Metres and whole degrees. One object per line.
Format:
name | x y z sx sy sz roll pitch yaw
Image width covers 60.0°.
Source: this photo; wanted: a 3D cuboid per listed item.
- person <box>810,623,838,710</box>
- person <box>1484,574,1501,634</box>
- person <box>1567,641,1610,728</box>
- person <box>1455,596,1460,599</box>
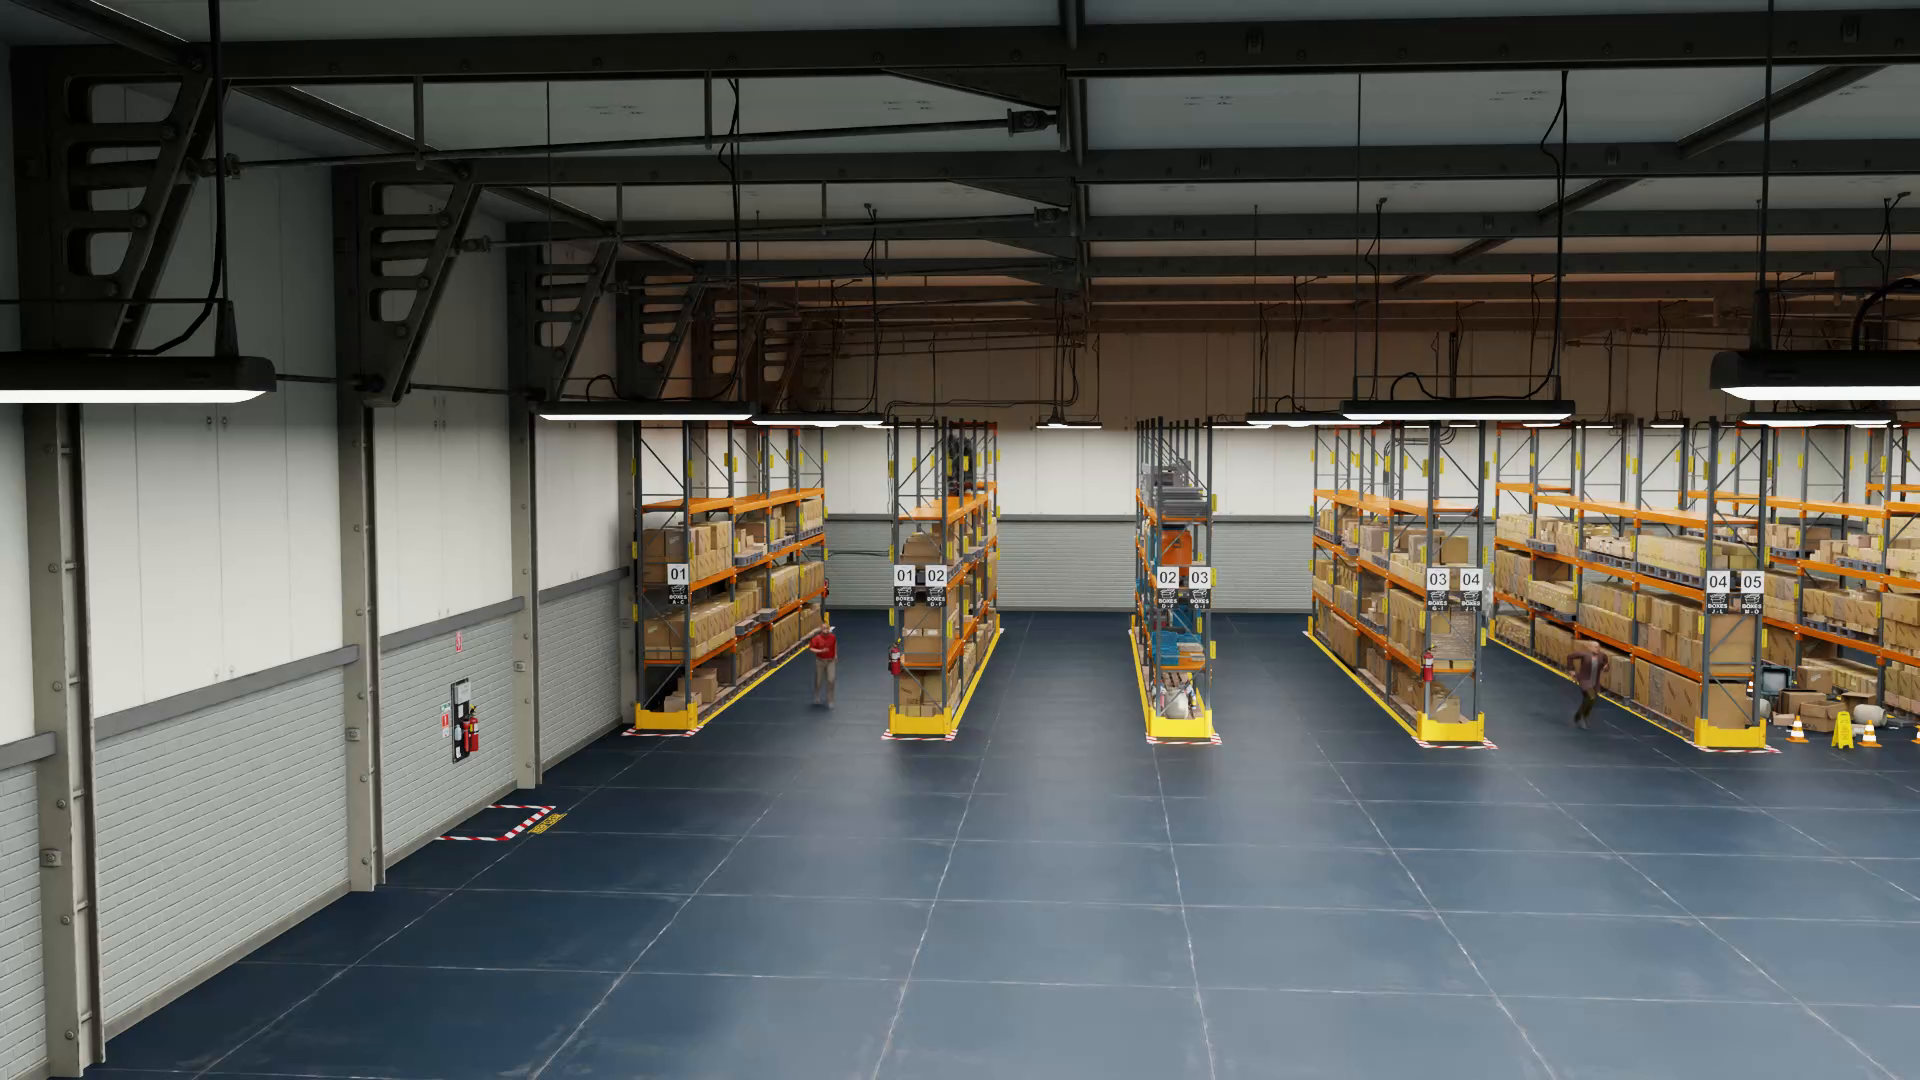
person | -2.824 2.585 34.511 0.650 1.747 0.959 -1 4 -20
person | 15.168 1.791 47.152 0.765 1.768 0.696 -1 4 -15
person | 12.055 2.765 31.885 0.690 1.706 0.955 -1 4 -12
person | 13.392 1.966 45.212 0.565 1.594 0.565 1 4 9
